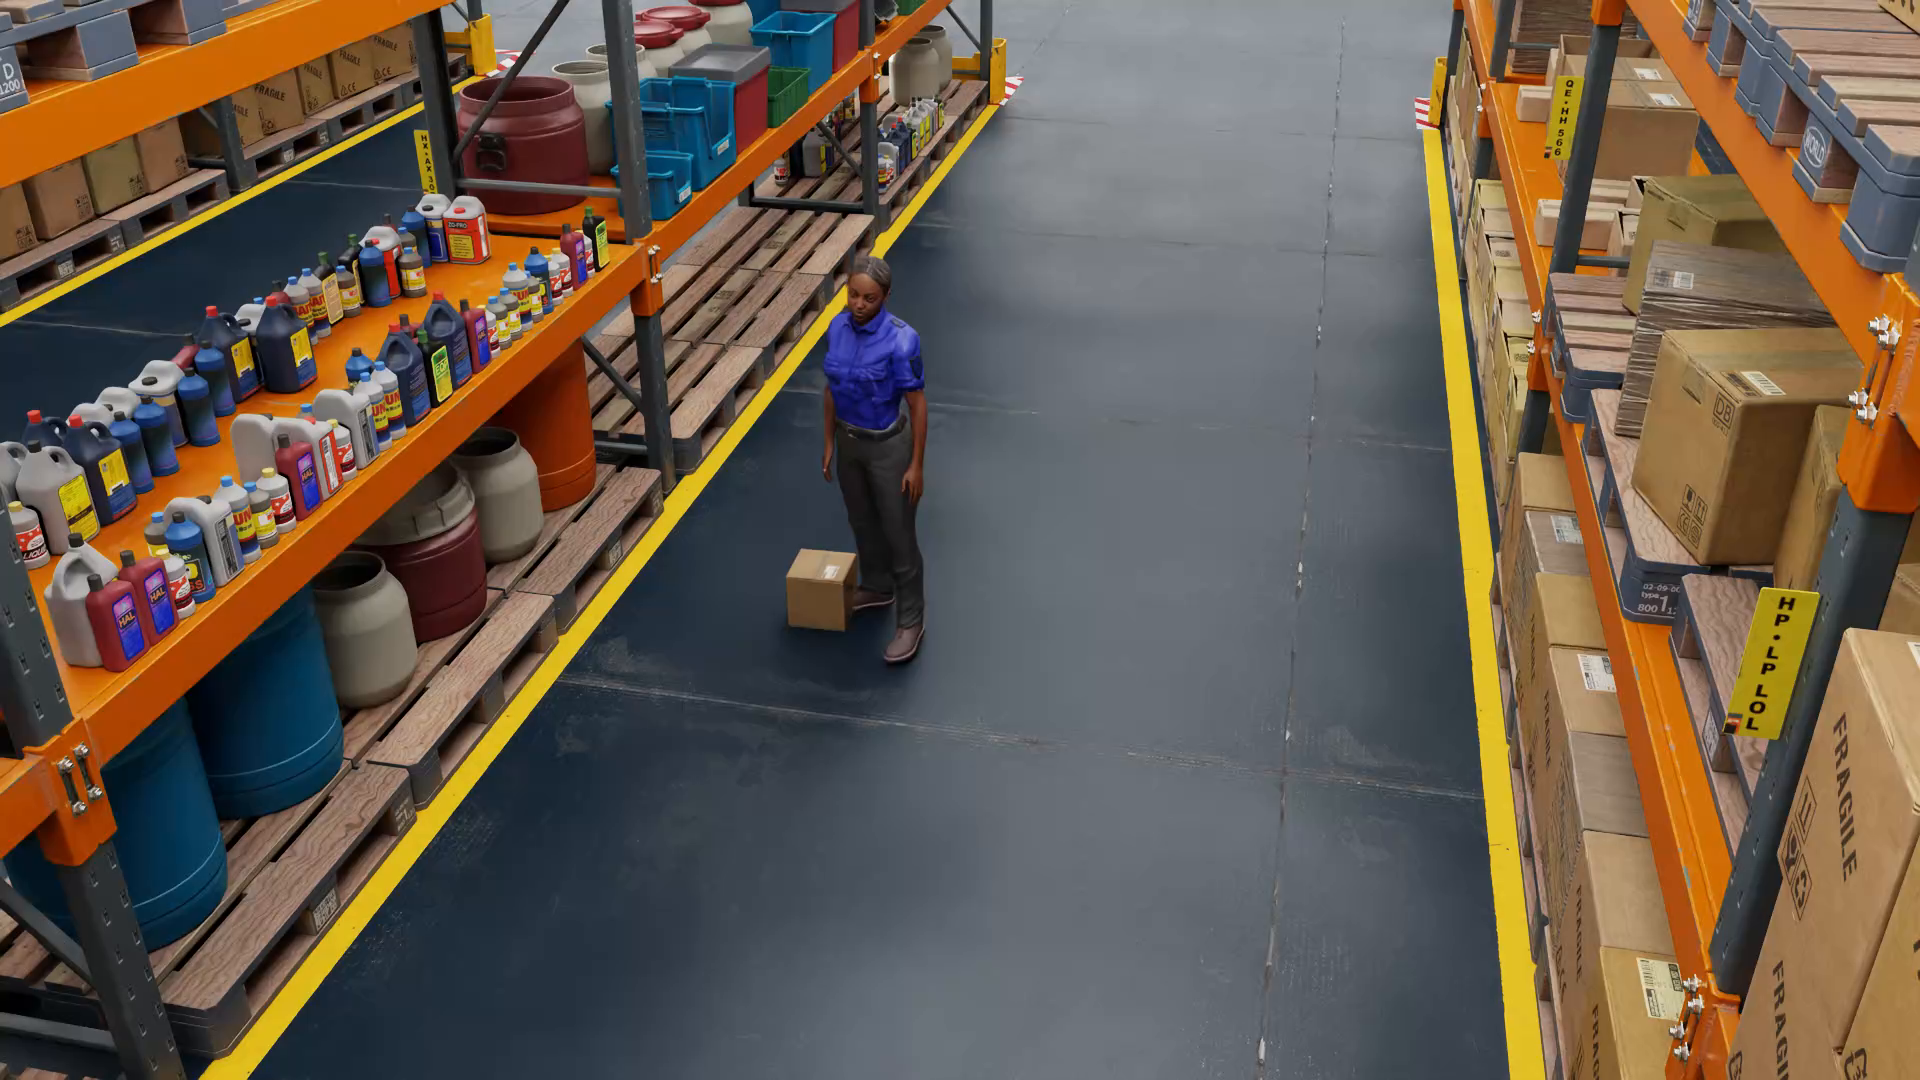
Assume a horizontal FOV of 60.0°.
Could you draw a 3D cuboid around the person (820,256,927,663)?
[{"bbox_3d":[-0.353,-0.357,6.727,0.574,1.661,0.405,22,36,34],"label":"person"}]
